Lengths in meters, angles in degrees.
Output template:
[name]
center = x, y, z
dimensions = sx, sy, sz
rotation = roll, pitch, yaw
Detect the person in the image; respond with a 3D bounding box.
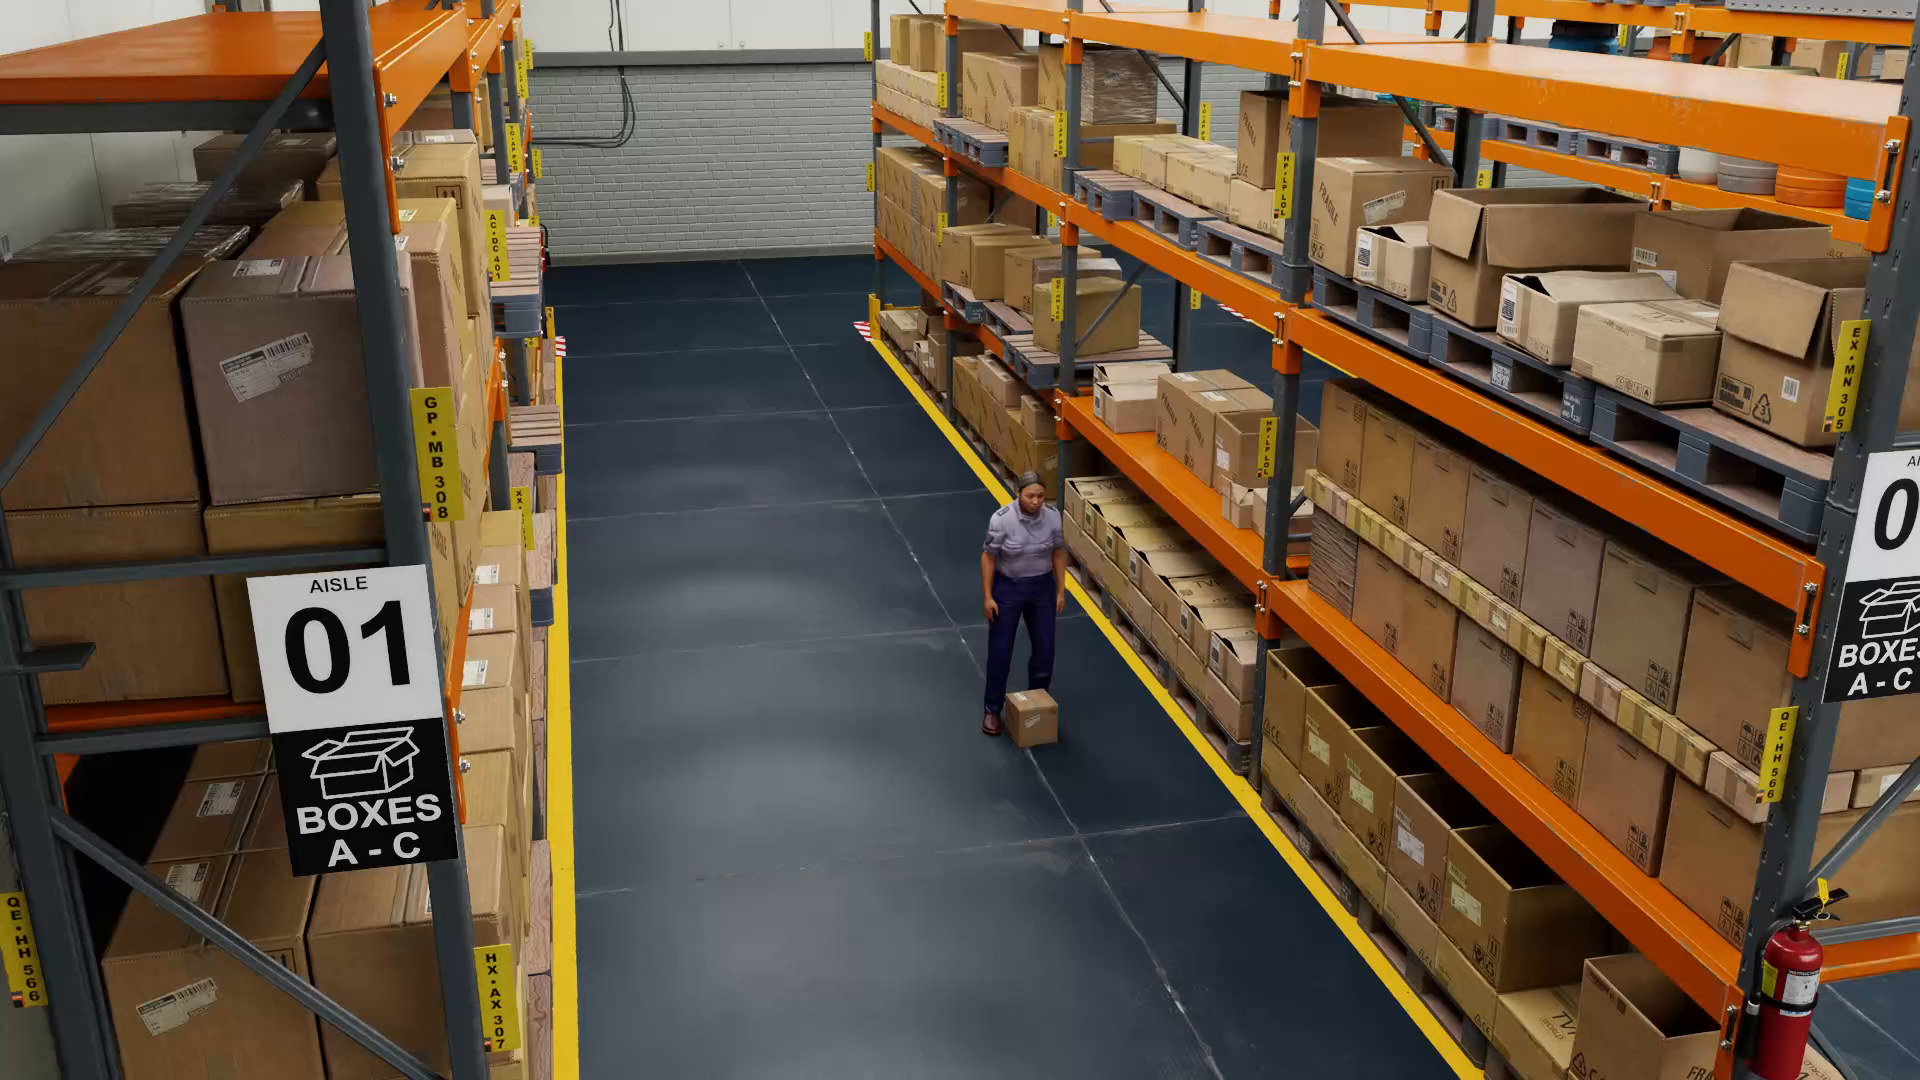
[person]
center = 0.386, 0.355, 10.095
dimensions = 0.546, 1.651, 0.415
rotation = -5, 20, -13
